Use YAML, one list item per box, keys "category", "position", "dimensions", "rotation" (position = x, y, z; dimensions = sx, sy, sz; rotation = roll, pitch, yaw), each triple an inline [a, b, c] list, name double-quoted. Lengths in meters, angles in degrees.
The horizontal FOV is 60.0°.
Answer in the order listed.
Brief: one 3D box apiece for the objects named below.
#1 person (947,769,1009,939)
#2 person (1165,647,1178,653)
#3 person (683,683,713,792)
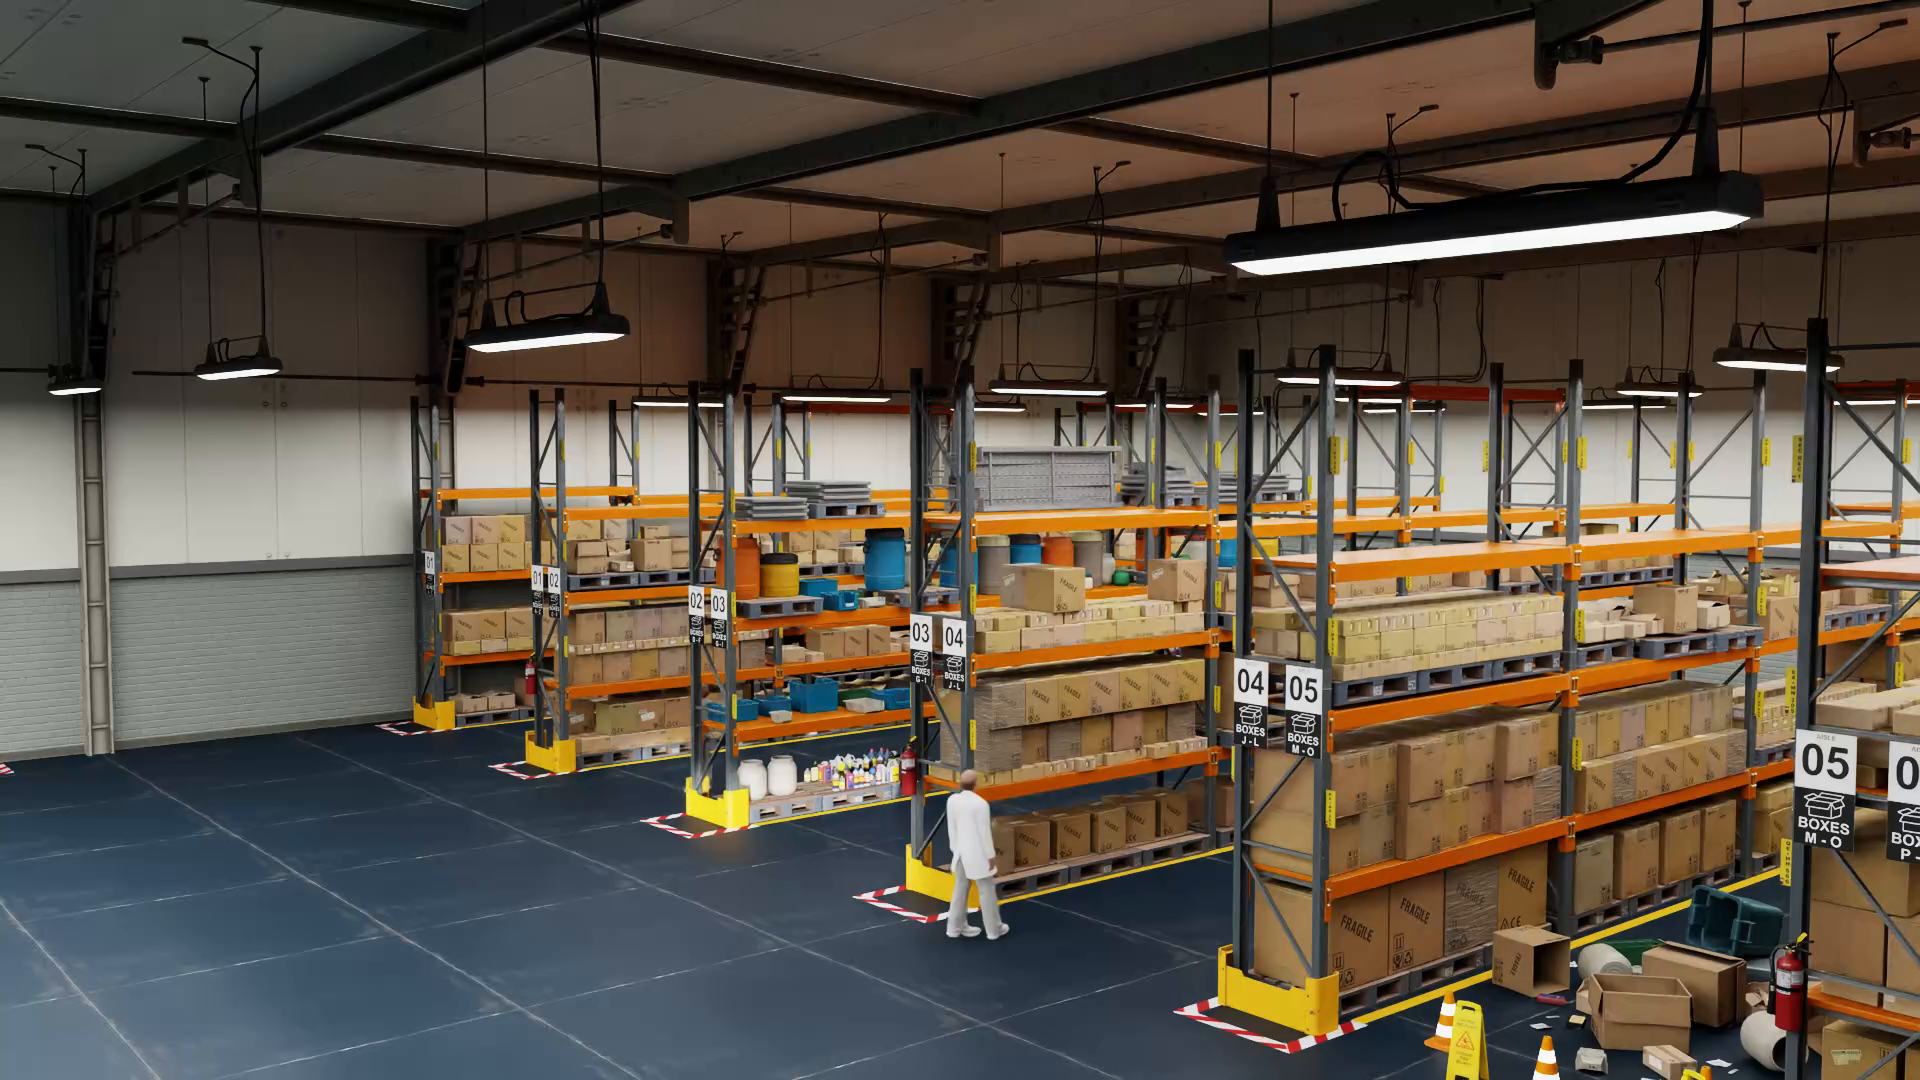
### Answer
- category: "person"
  position: [0.227, 3.259, 17.328]
  dimensions: [0.644, 1.778, 0.572]
  rotation: [-2, 4, -29]
- category: "person"
  position: [3.989, 2.424, 31.168]
  dimensions: [0.556, 1.797, 0.400]
  rotation: [-2, 4, -35]
- category: "person"
  position: [-3.849, 2.913, 24.613]
  dimensions: [0.336, 1.615, 0.452]
  rotation: [2, 4, 33]
